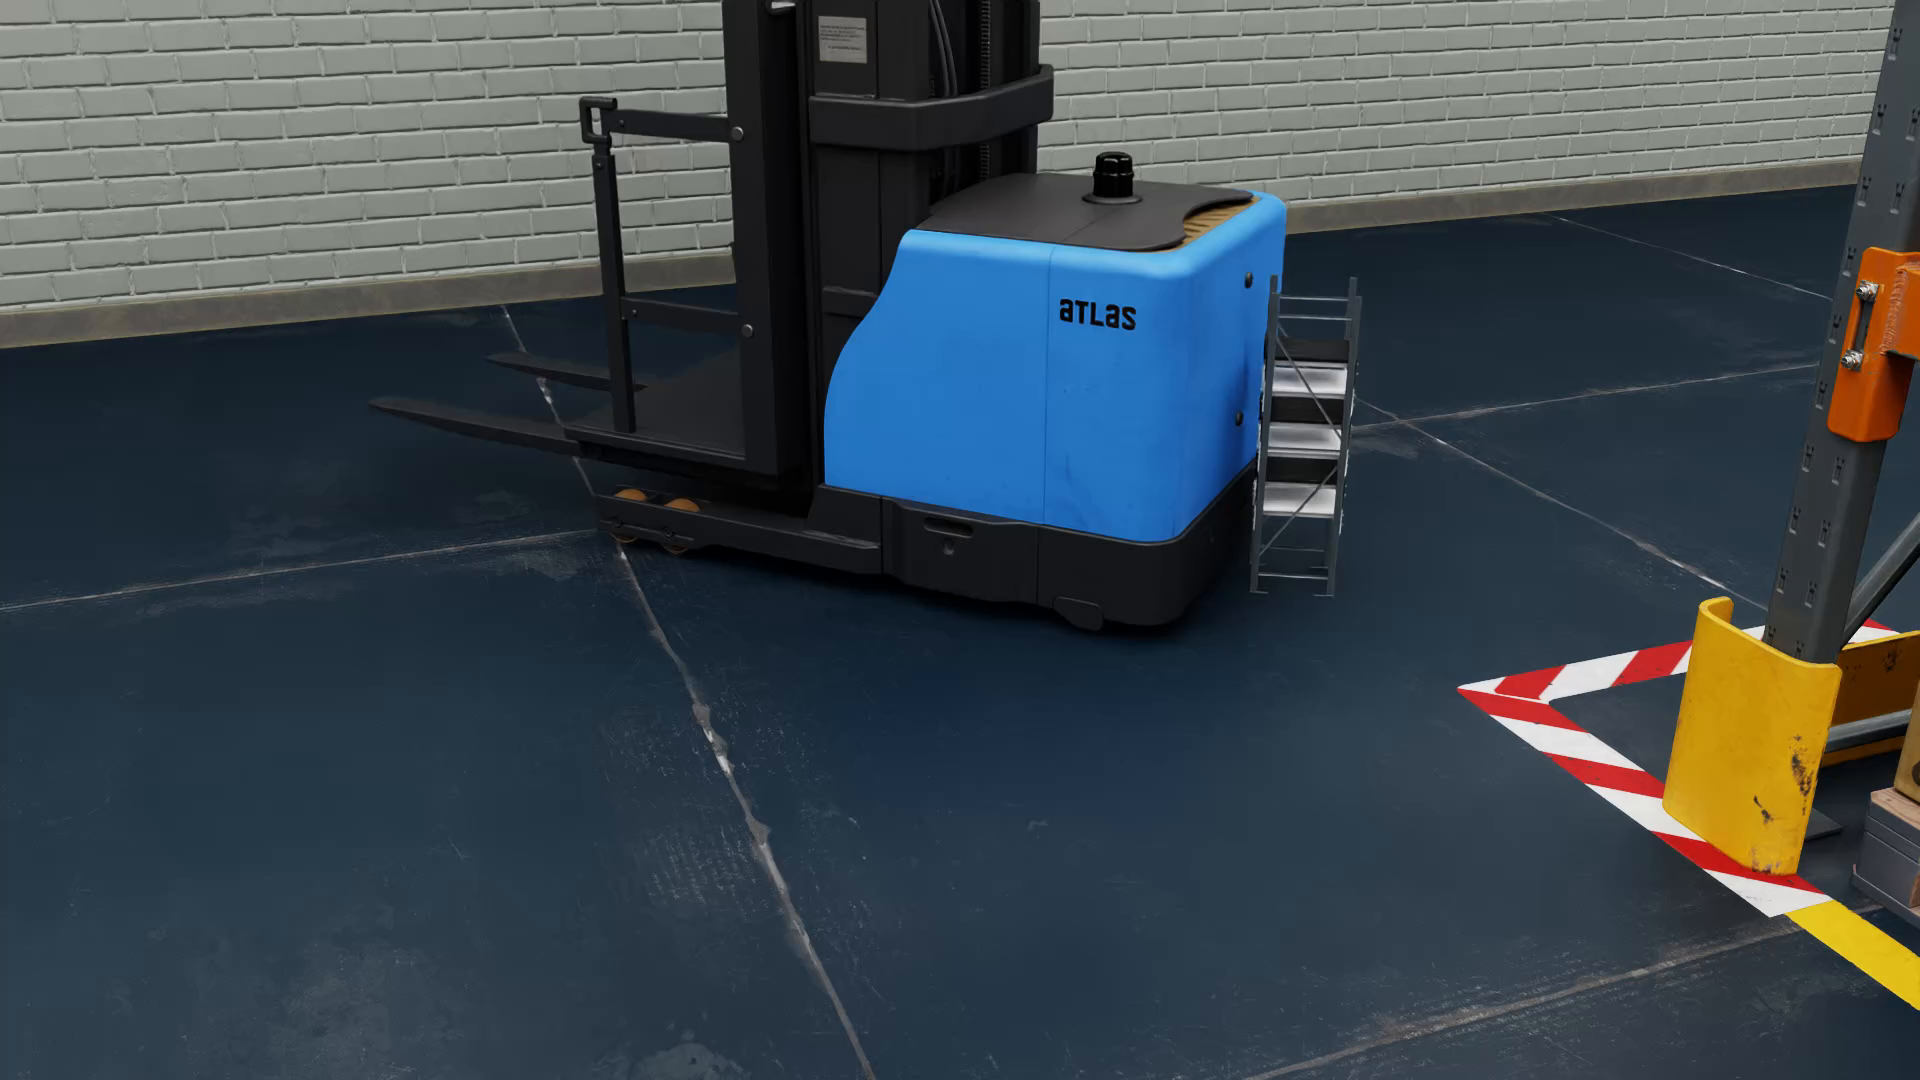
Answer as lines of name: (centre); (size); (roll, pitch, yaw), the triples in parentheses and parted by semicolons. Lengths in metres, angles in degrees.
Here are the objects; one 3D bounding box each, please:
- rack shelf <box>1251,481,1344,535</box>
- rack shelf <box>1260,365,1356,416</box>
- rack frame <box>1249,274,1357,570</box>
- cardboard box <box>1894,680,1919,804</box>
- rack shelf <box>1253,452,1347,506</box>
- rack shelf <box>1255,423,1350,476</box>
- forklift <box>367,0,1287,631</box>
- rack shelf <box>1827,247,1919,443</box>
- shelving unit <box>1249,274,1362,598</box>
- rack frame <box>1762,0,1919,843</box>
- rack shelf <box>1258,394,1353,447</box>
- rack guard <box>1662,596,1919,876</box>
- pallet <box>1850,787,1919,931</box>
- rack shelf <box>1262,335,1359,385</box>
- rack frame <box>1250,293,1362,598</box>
rack shelf: (0.985, -0.096, 4.866); (0.258, 0.077, 0.200); (3, 23, 8)
rack shelf: (0.984, -0.427, 4.724); (0.258, 0.077, 0.200); (3, 23, 8)
rack frame: (1.000, -0.331, 4.874); (0.240, 0.900, 0.006); (3, 23, 8)
cardboard box: (2.503, 0.216, 3.070); (0.875, 0.875, 0.875); (-8, 24, -19)
rack shelf: (0.985, -0.178, 4.830); (0.258, 0.077, 0.200); (3, 23, 8)
rack shelf: (0.985, -0.261, 4.795); (0.258, 0.077, 0.200); (3, 23, 8)
forklift: (-0.572, -1.480, 4.987); (3.031, 2.935, 1.130); (11, 25, 24)
rack shelf: (2.909, 0.267, 1.680); (1.077, 0.370, 4.000); (-8, 24, -19)
shelving unit: (0.985, -0.292, 4.782); (0.258, 0.900, 0.210); (3, 23, 8)
rack frame: (2.202, -0.791, 3.265); (1.000, 3.000, 0.127); (-8, 24, -19)
rack shelf: (0.984, -0.344, 4.759); (0.258, 0.077, 0.200); (3, 23, 8)
rack guard: (2.194, 0.352, 3.771); (1.175, 0.500, 0.348); (-8, 24, -19)
pallet: (2.558, 0.774, 3.142); (1.003, 0.211, 1.213); (-8, 24, -19)
rack shelf: (0.984, -0.509, 4.689); (0.258, 0.077, 0.200); (3, 23, 8)
rack frame: (0.969, -0.252, 4.689); (0.240, 0.900, 0.006); (3, 23, 8)
